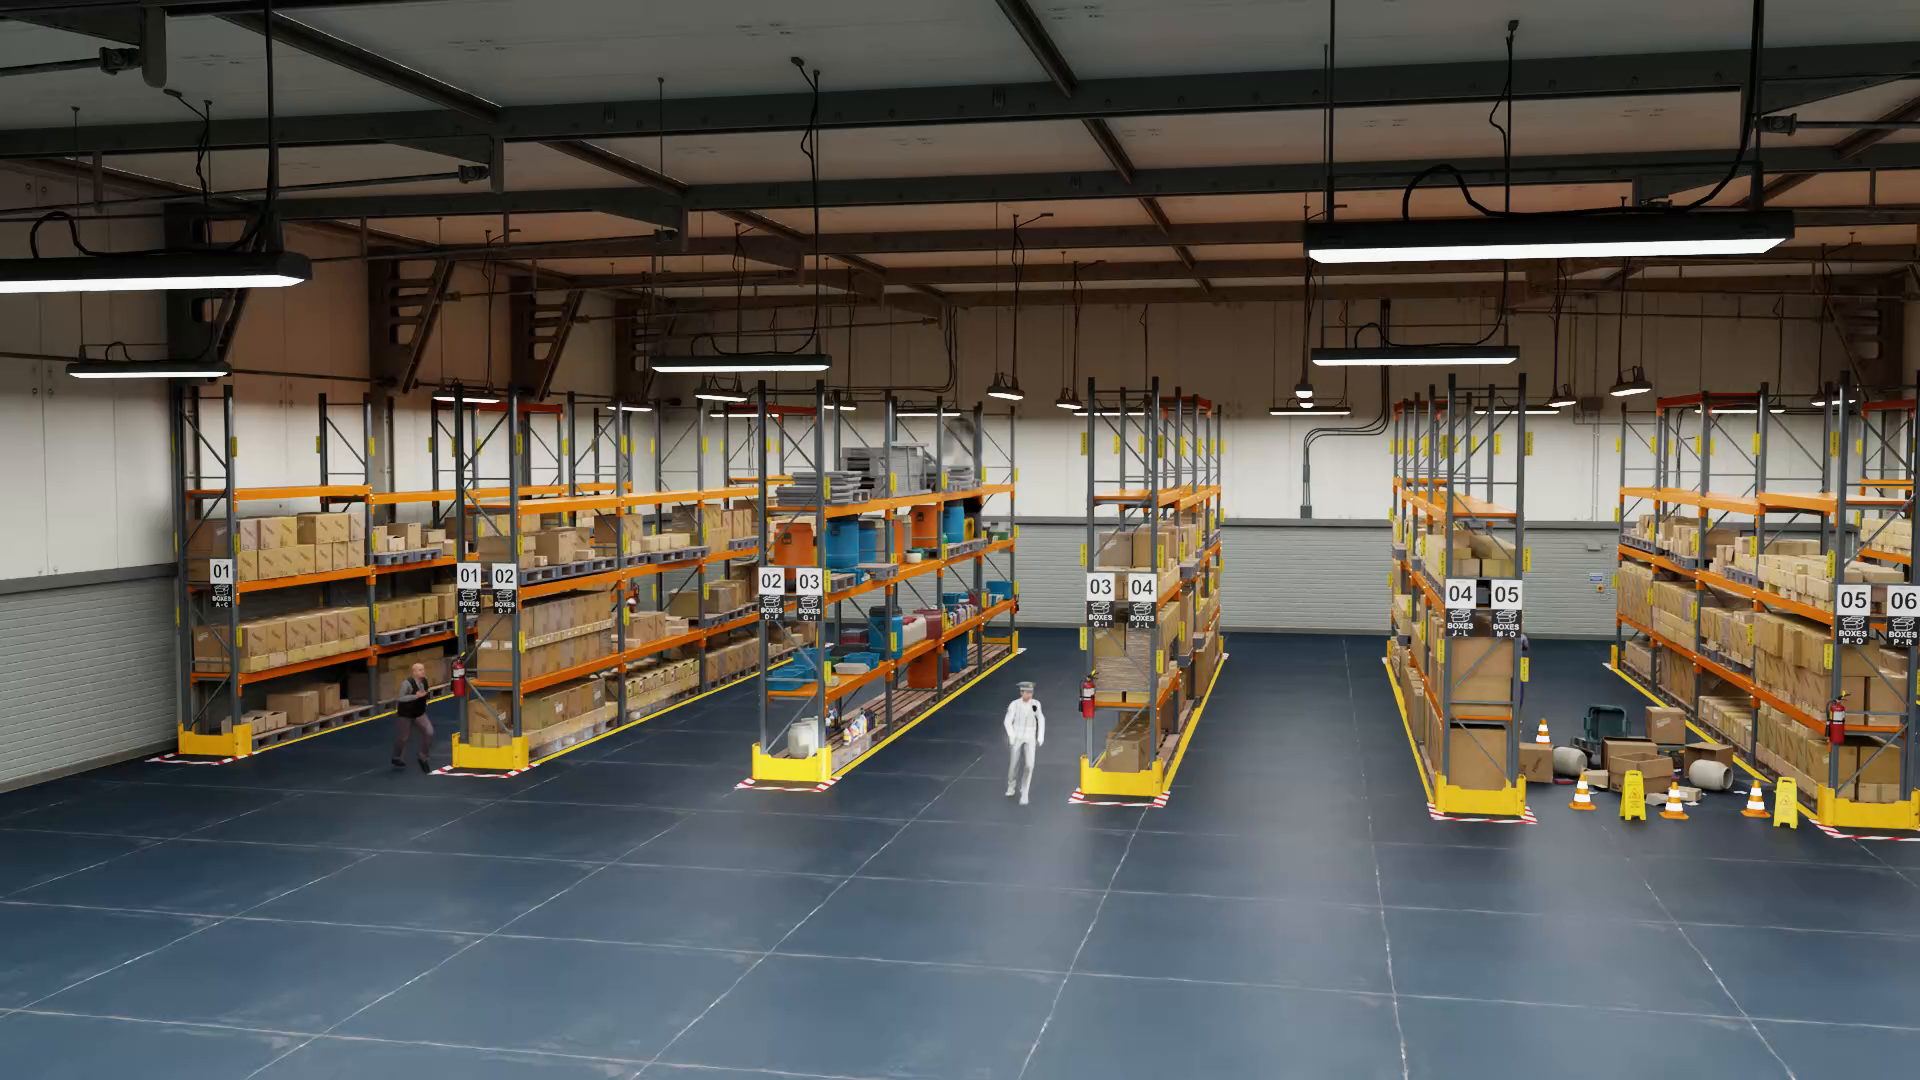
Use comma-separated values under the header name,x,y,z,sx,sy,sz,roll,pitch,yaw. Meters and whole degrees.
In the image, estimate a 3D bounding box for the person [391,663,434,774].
name,x,y,z,sx,sy,sz,roll,pitch,yaw
person,-8.428,2.731,25.538,0.929,1.719,0.647,3,4,38

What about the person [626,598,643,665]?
name,x,y,z,sx,sy,sz,roll,pitch,yaw
person,-6.887,2.137,34.967,0.650,1.835,0.893,1,3,9

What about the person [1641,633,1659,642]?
name,x,y,z,sx,sy,sz,roll,pitch,yaw
person,15.989,2.031,38.410,0.925,1.625,0.656,2,4,38

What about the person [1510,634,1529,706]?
name,x,y,z,sx,sy,sz,roll,pitch,yaw
person,10.626,2.370,31.925,0.598,1.652,0.933,0,3,9

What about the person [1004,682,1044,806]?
name,x,y,z,sx,sy,sz,roll,pitch,yaw
person,0.909,2.850,23.415,0.581,1.714,0.650,0,3,0
